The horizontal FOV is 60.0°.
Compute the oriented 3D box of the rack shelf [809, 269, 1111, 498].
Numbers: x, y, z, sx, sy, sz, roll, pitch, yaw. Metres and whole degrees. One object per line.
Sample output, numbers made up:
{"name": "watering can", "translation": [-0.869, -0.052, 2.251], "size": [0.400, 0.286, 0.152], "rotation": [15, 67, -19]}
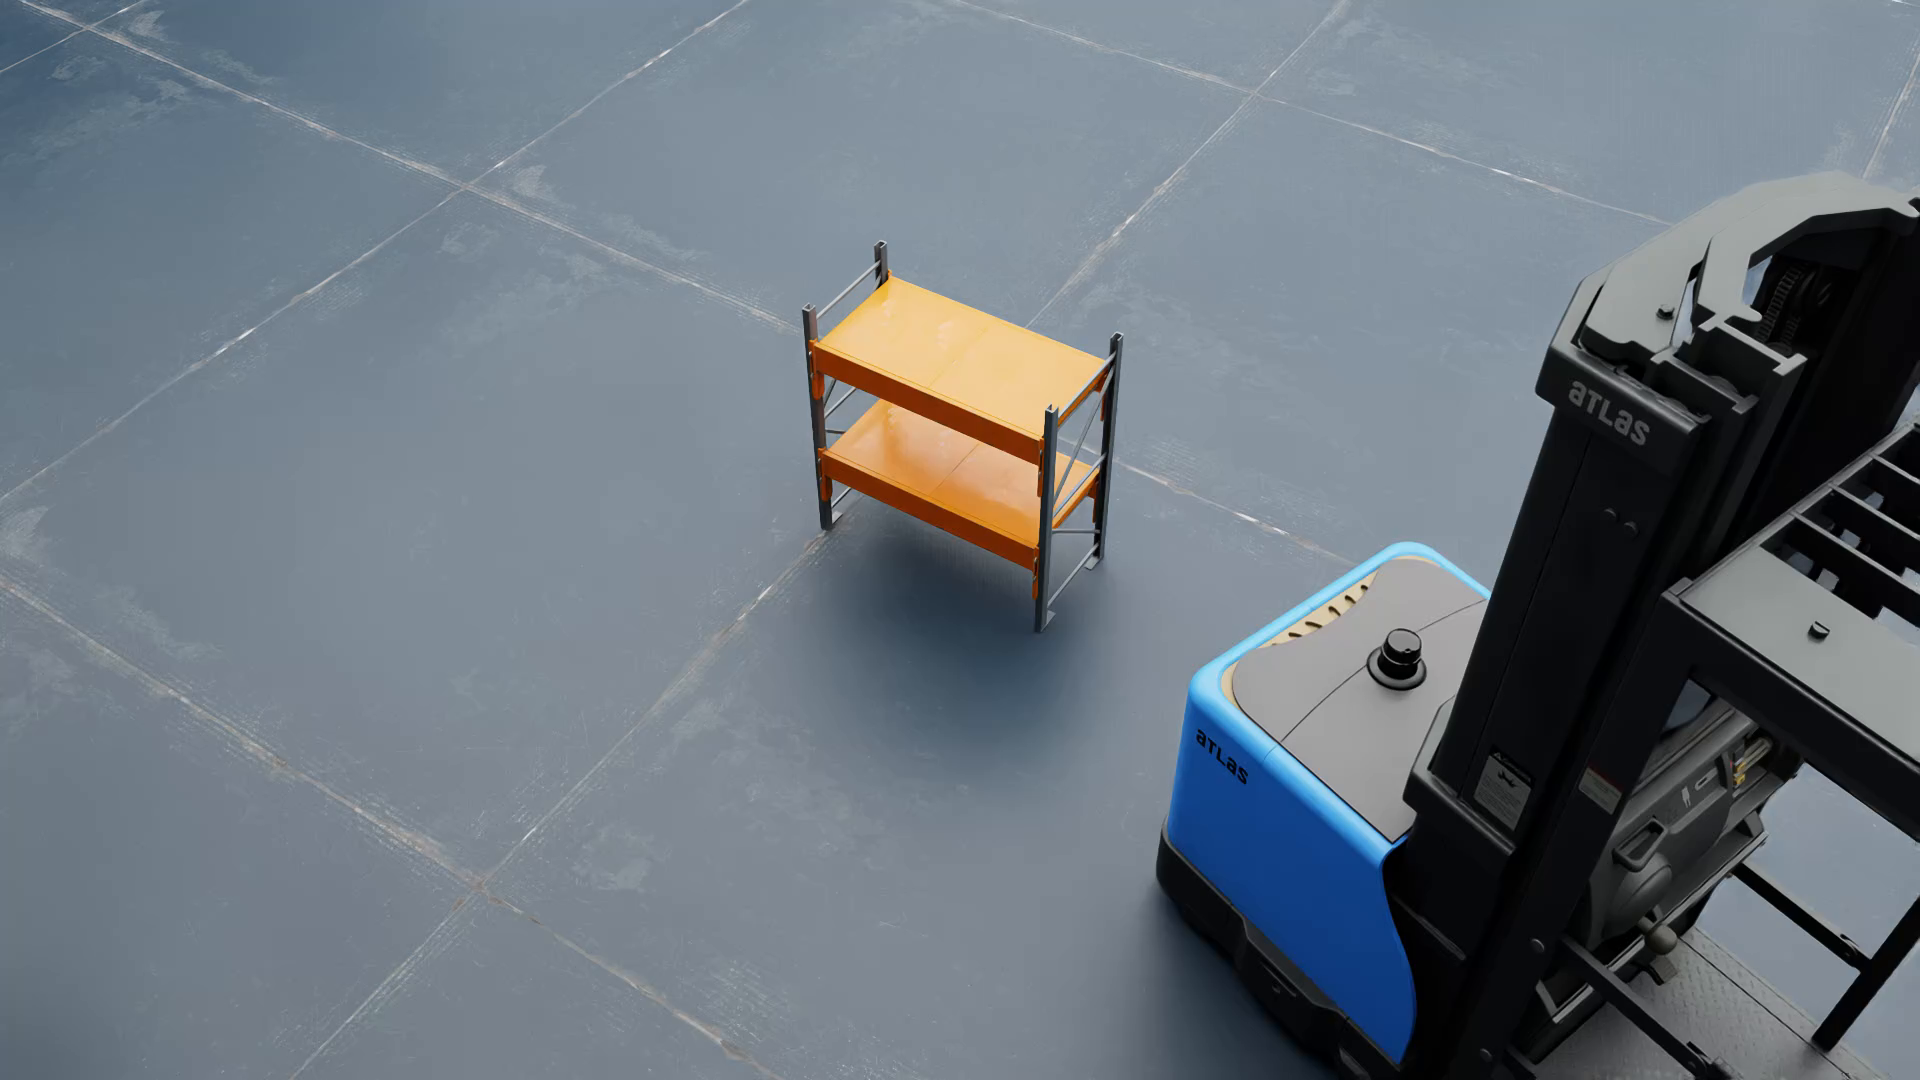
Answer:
{"name": "rack shelf", "translation": [0.006, -0.593, 6.134], "size": [1.000, 0.278, 0.538], "rotation": [25, 51, 22]}

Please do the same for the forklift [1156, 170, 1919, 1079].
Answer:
{"name": "forklift", "translation": [1.956, 0.754, 3.973], "size": [1.130, 2.935, 3.031], "rotation": [-29, 52, -25]}

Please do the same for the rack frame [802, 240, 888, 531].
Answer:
{"name": "rack frame", "translation": [-0.422, -0.586, 6.535], "size": [0.032, 1.125, 0.500], "rotation": [25, 51, 22]}

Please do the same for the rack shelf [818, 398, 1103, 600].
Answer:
{"name": "rack shelf", "translation": [0.006, -0.219, 6.519], "size": [1.000, 0.278, 0.538], "rotation": [25, 51, 22]}

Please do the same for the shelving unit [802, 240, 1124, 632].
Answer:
{"name": "shelving unit", "translation": [0.006, -0.389, 6.344], "size": [1.048, 1.125, 0.538], "rotation": [25, 51, 22]}

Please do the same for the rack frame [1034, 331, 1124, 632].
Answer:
{"name": "rack frame", "translation": [0.434, -0.193, 6.153], "size": [0.032, 1.125, 0.500], "rotation": [25, 51, 22]}
